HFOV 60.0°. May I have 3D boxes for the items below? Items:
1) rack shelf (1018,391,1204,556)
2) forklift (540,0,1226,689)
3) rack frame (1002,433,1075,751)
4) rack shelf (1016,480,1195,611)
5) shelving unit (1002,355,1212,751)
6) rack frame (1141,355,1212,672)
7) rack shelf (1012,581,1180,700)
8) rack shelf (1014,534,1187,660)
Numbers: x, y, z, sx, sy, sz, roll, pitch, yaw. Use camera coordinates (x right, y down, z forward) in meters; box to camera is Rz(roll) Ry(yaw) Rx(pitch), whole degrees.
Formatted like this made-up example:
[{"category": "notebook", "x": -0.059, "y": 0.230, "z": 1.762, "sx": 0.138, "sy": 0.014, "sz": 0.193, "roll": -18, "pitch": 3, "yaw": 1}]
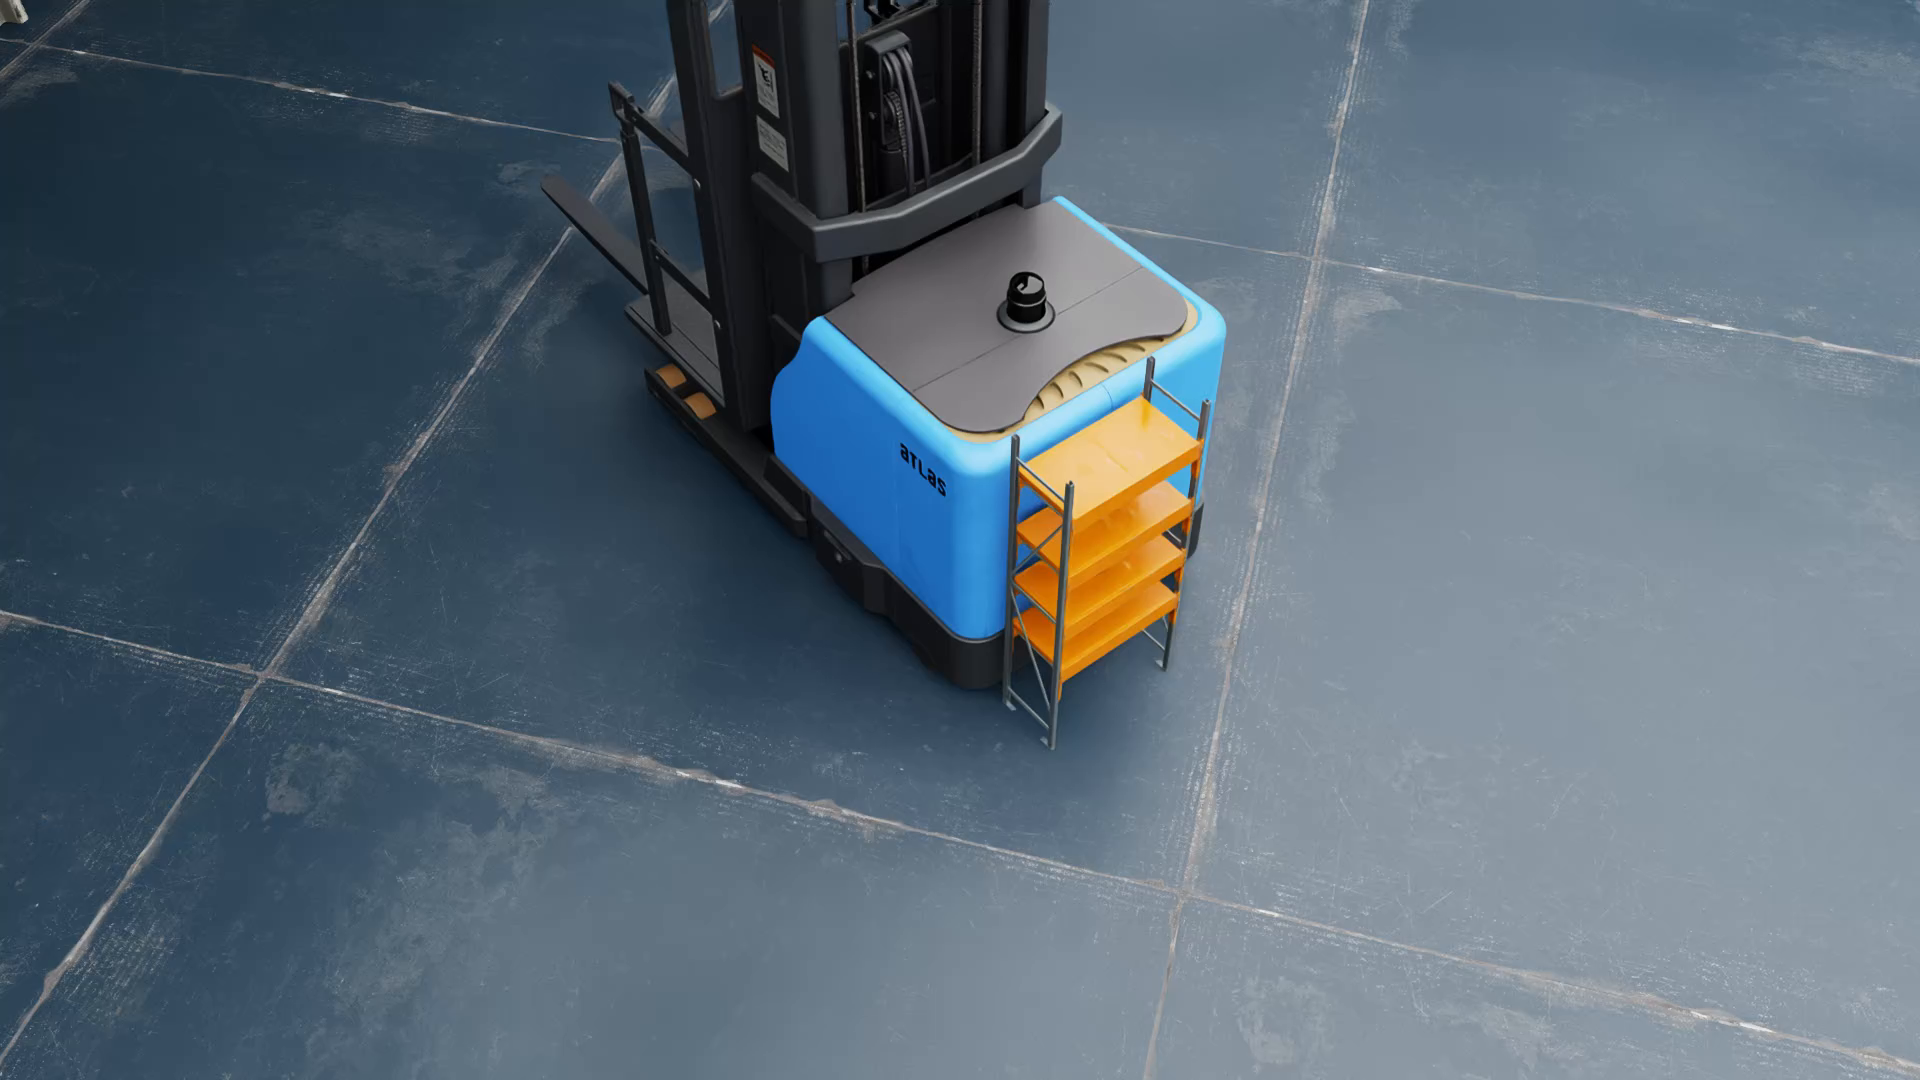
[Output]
[{"category": "rack shelf", "x": 0.407, "y": -0.188, "z": 4.592, "sx": 0.480, "sy": 0.148, "sz": 0.258, "roll": -31, "pitch": 55, "yaw": -24}, {"category": "forklift", "x": -0.503, "y": -1.552, "z": 5.165, "sx": 1.130, "sy": 2.935, "sz": 3.031, "roll": -31, "pitch": 55, "yaw": -24}, {"category": "rack frame", "x": 0.215, "y": 0.186, "z": 4.786, "sx": 0.015, "sy": 1.200, "sz": 0.240, "roll": -31, "pitch": 55, "yaw": -24}, {"category": "rack shelf", "x": 0.406, "y": -0.032, "z": 4.769, "sx": 0.480, "sy": 0.148, "sz": 0.258, "roll": -31, "pitch": 55, "yaw": -24}, {"category": "shelving unit", "x": 0.406, "y": 0.072, "z": 4.886, "sx": 0.503, "sy": 1.200, "sz": 0.258, "roll": -31, "pitch": 55, "yaw": -24}, {"category": "rack frame", "x": 0.597, "y": -0.042, "z": 4.987, "sx": 0.015, "sy": 1.200, "sz": 0.240, "roll": -31, "pitch": 55, "yaw": -24}, {"category": "rack shelf", "x": 0.406, "y": 0.247, "z": 5.086, "sx": 0.480, "sy": 0.148, "sz": 0.258, "roll": -31, "pitch": 55, "yaw": -24}, {"category": "rack shelf", "x": 0.406, "y": 0.116, "z": 4.937, "sx": 0.480, "sy": 0.148, "sz": 0.258, "roll": -31, "pitch": 55, "yaw": -24}]
